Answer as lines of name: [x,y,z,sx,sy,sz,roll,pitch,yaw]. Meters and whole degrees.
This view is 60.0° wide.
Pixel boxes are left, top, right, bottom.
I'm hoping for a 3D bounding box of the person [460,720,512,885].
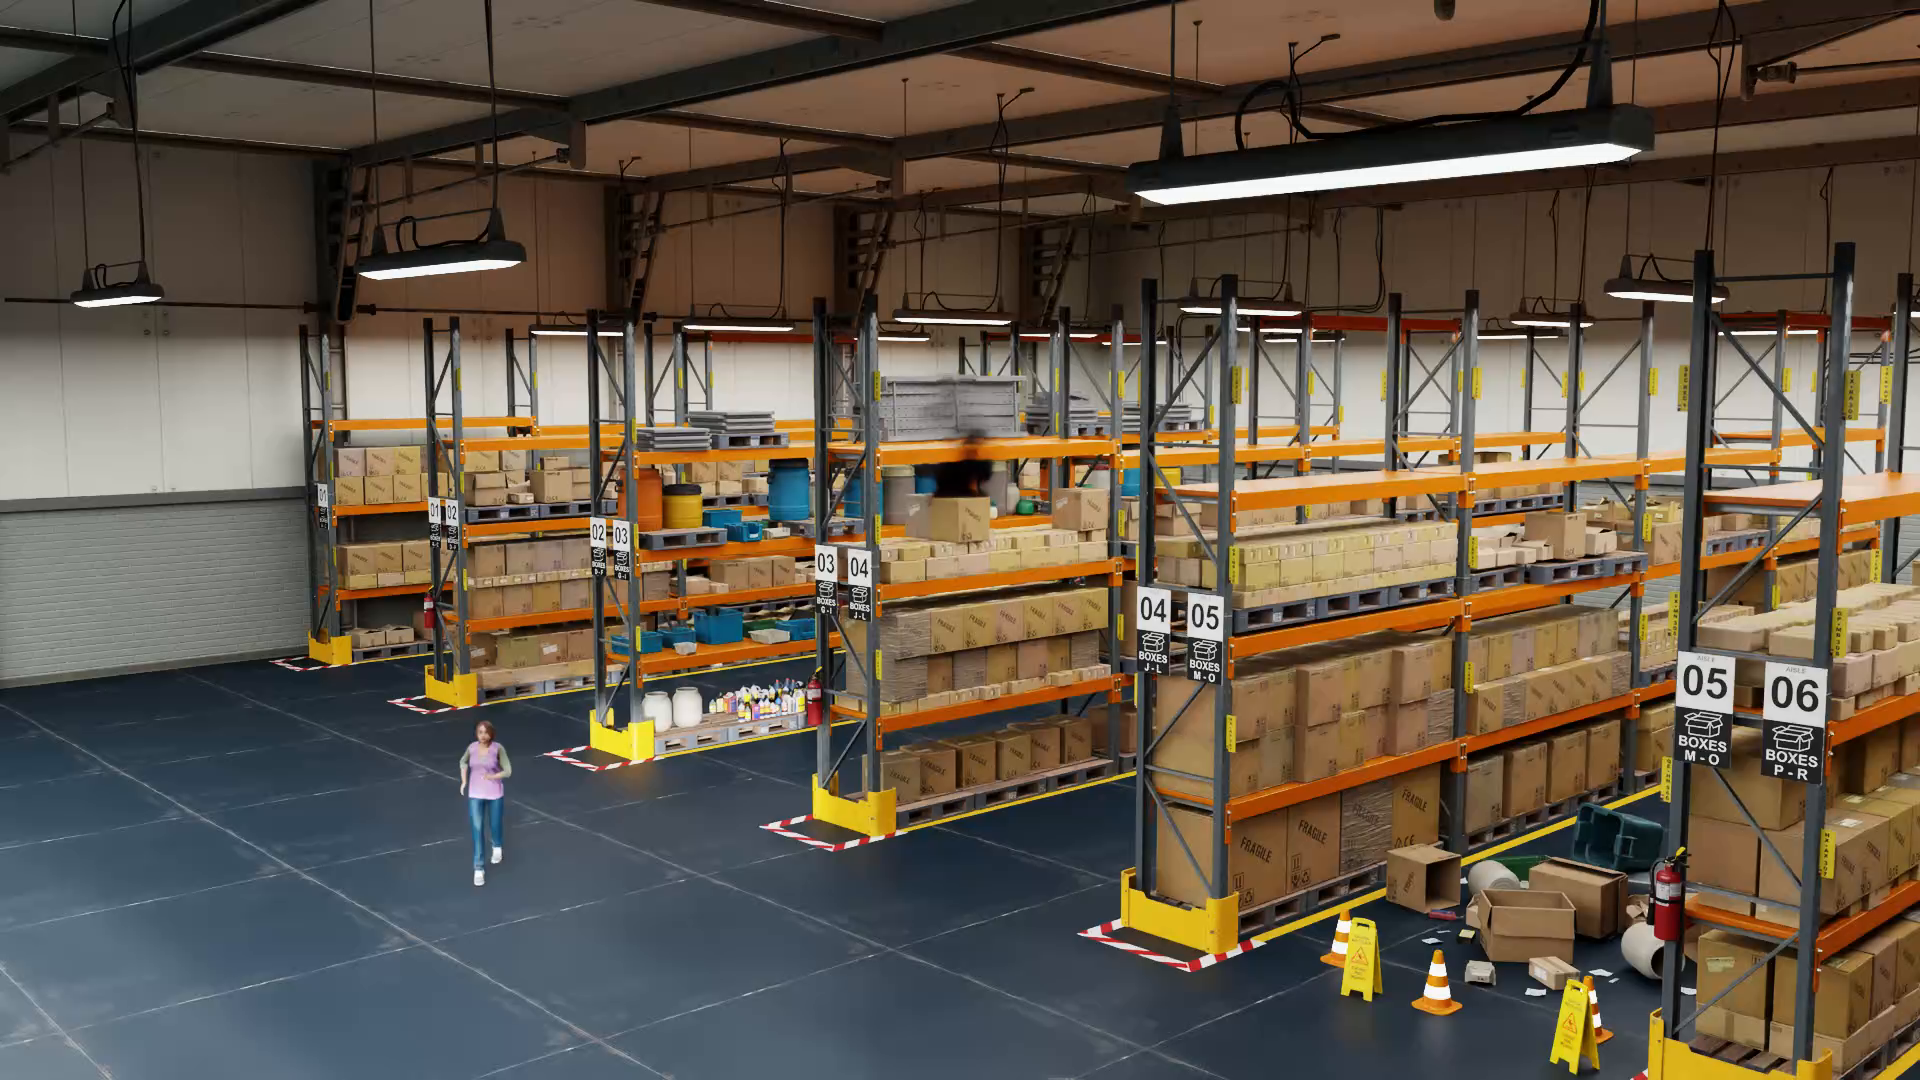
person: [-4.851,2.631,17.012,0.539,1.596,0.871,-1,6,-9]
